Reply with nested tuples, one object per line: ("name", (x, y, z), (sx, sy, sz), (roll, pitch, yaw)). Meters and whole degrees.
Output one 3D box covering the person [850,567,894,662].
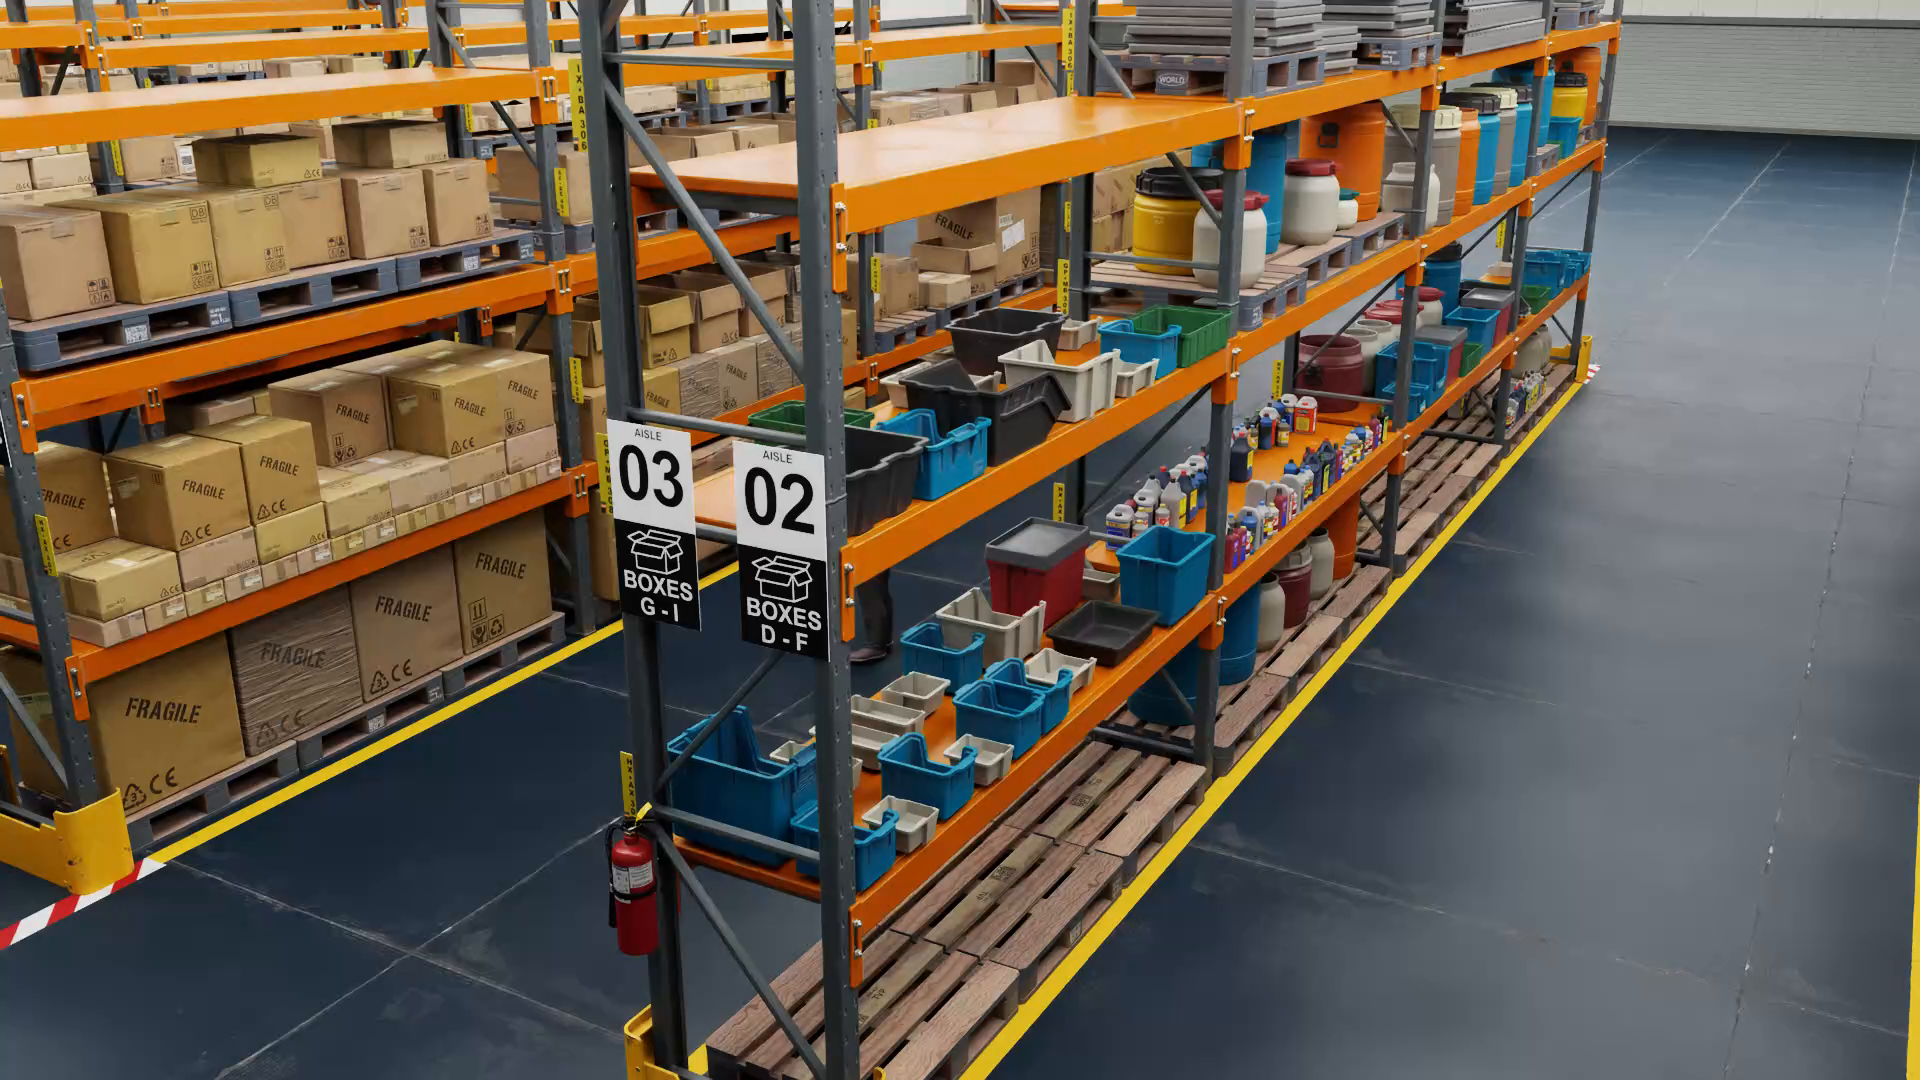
("person", (-0.644, 0.068, 11.893), (0.324, 1.669, 0.548), (6, 21, 18))
